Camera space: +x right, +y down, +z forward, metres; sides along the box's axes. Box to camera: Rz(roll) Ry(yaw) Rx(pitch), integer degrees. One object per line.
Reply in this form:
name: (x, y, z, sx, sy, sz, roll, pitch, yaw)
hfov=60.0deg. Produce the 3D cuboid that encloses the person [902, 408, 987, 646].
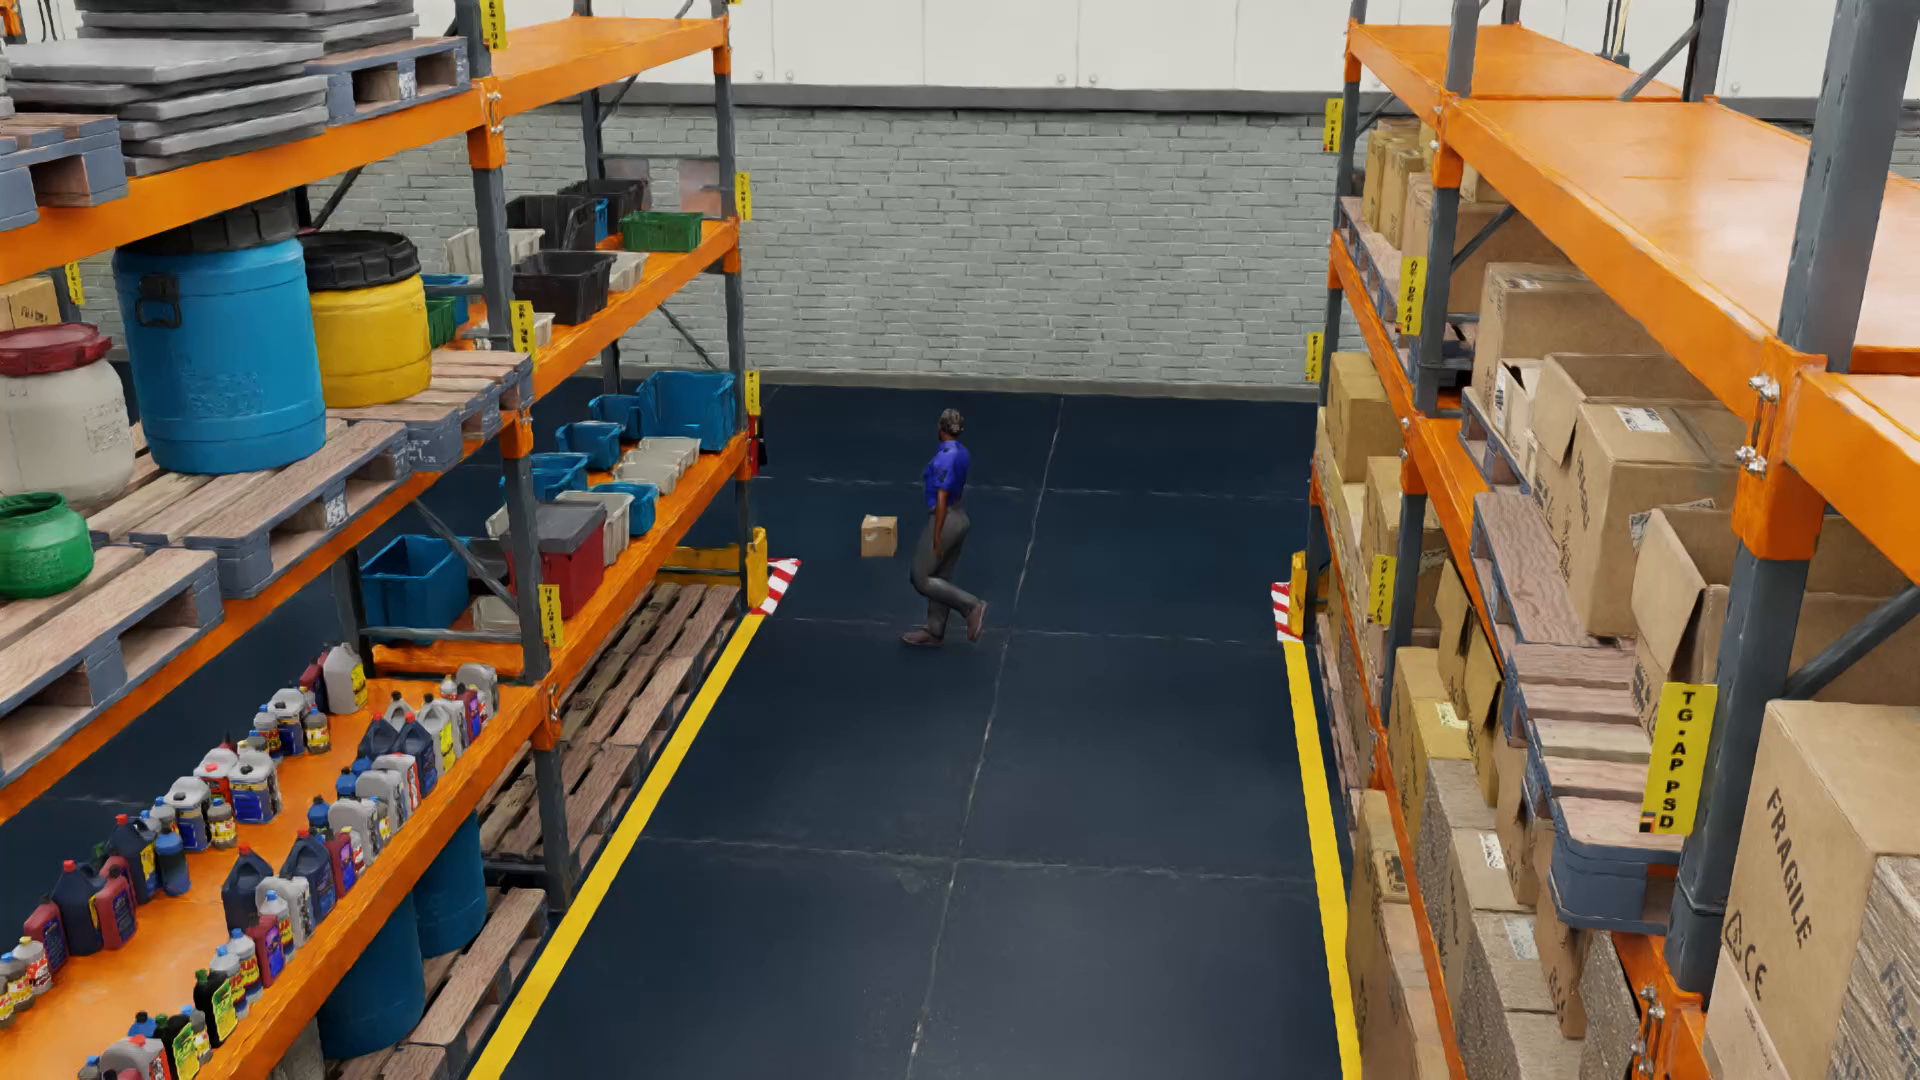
person: (-0.065, -0.074, 11.293, 0.614, 1.614, 0.563, 6, 22, 16)
